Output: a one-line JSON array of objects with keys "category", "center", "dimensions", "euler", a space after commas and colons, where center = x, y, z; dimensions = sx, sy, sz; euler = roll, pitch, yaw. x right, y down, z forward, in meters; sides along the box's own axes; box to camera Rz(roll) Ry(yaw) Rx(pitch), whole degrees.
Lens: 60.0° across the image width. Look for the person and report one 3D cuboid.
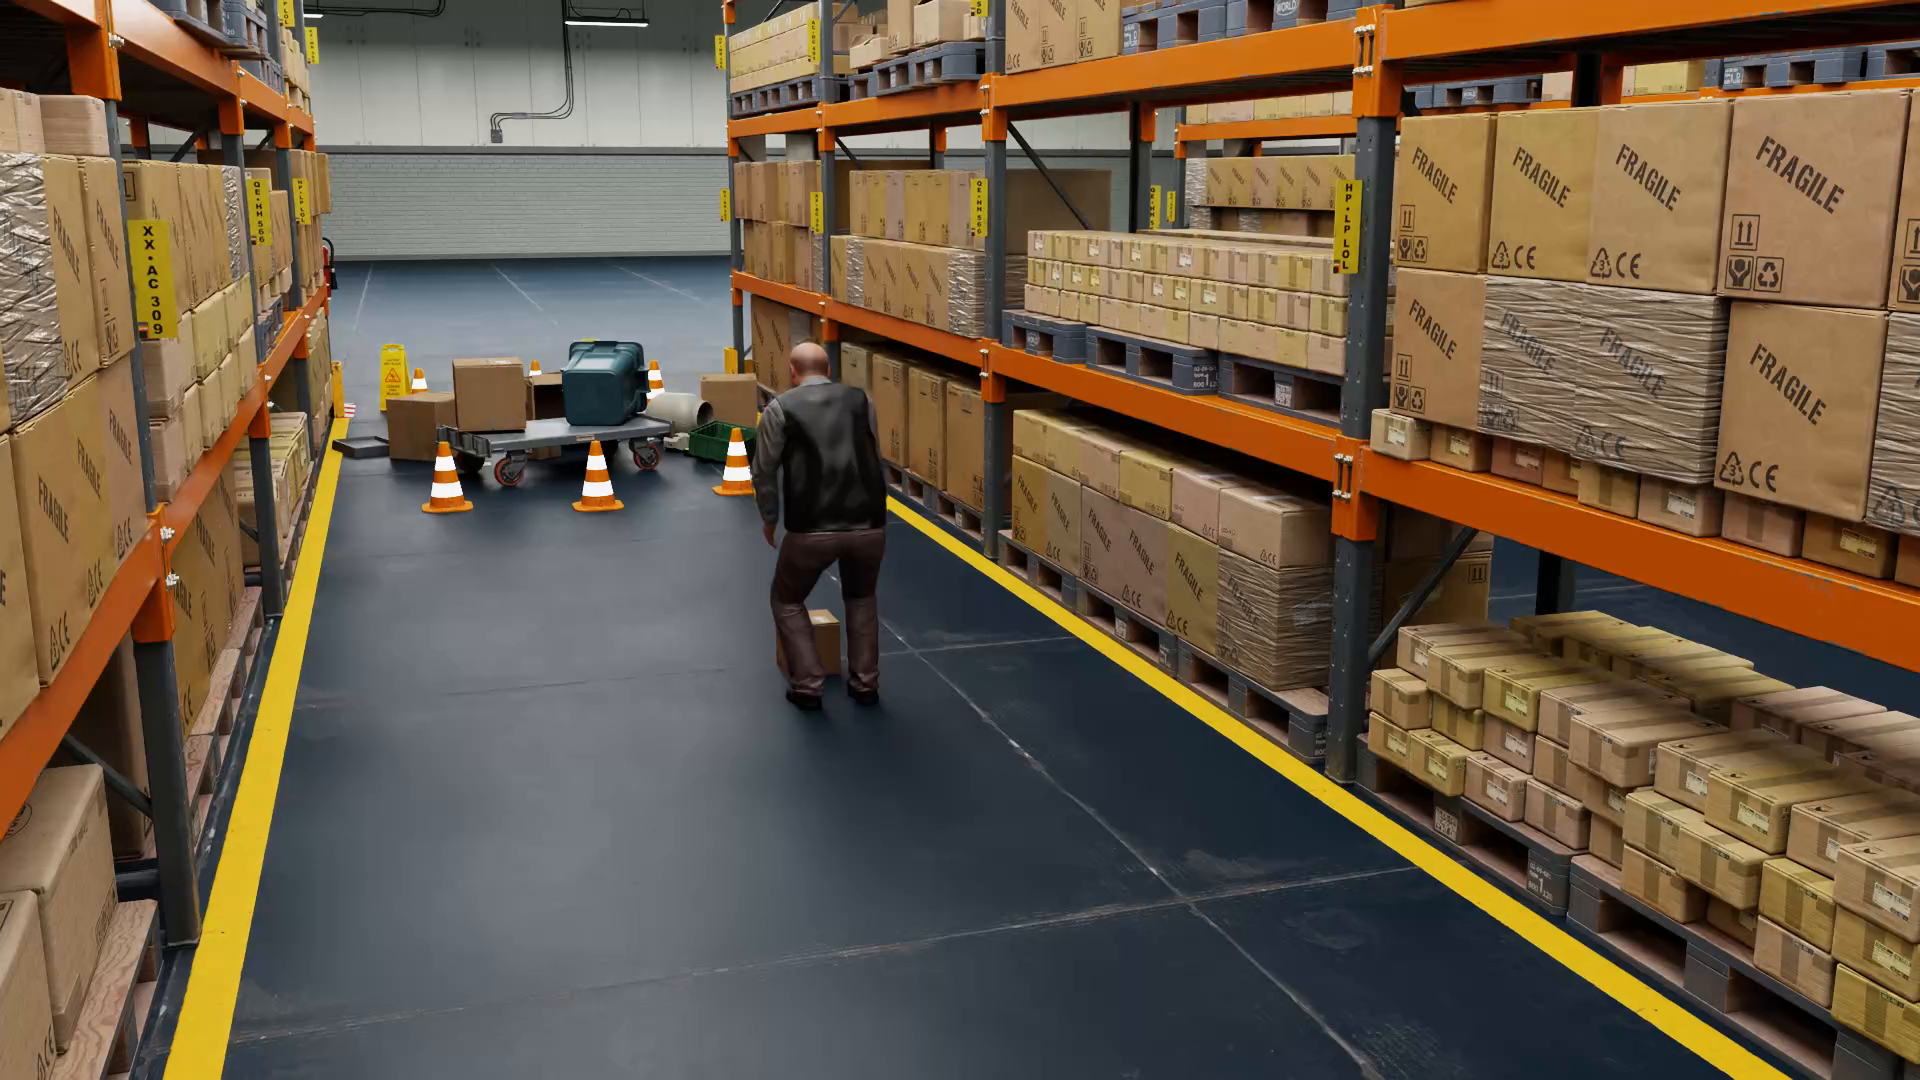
[{"category": "person", "center": [-0.594, -0.054, 7.176], "dimensions": [0.583, 1.560, 0.579], "euler": [-4, 13, -17]}]
